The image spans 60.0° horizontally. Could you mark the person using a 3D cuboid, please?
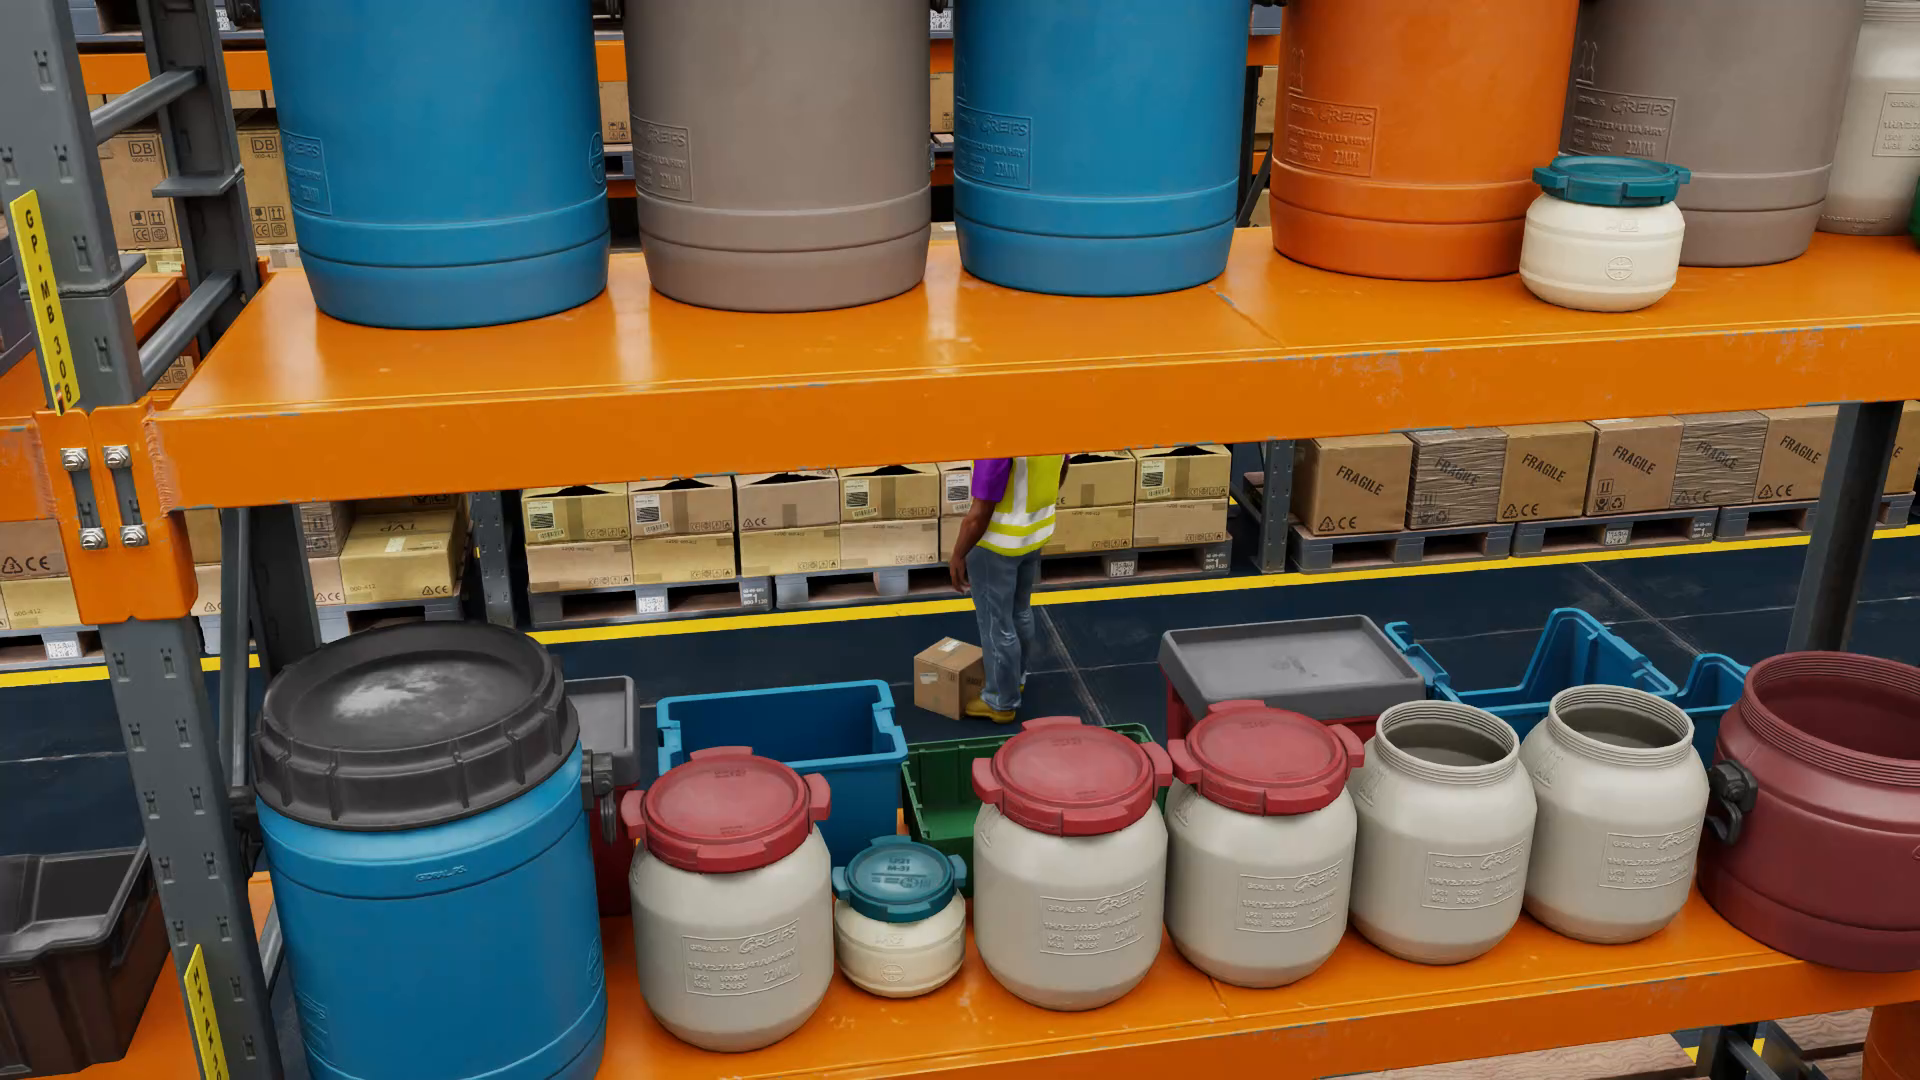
[{"bbox_3d":[0.143,-0.040,7.137,0.576,1.766,0.665,17,28,34],"label":"person"}]
